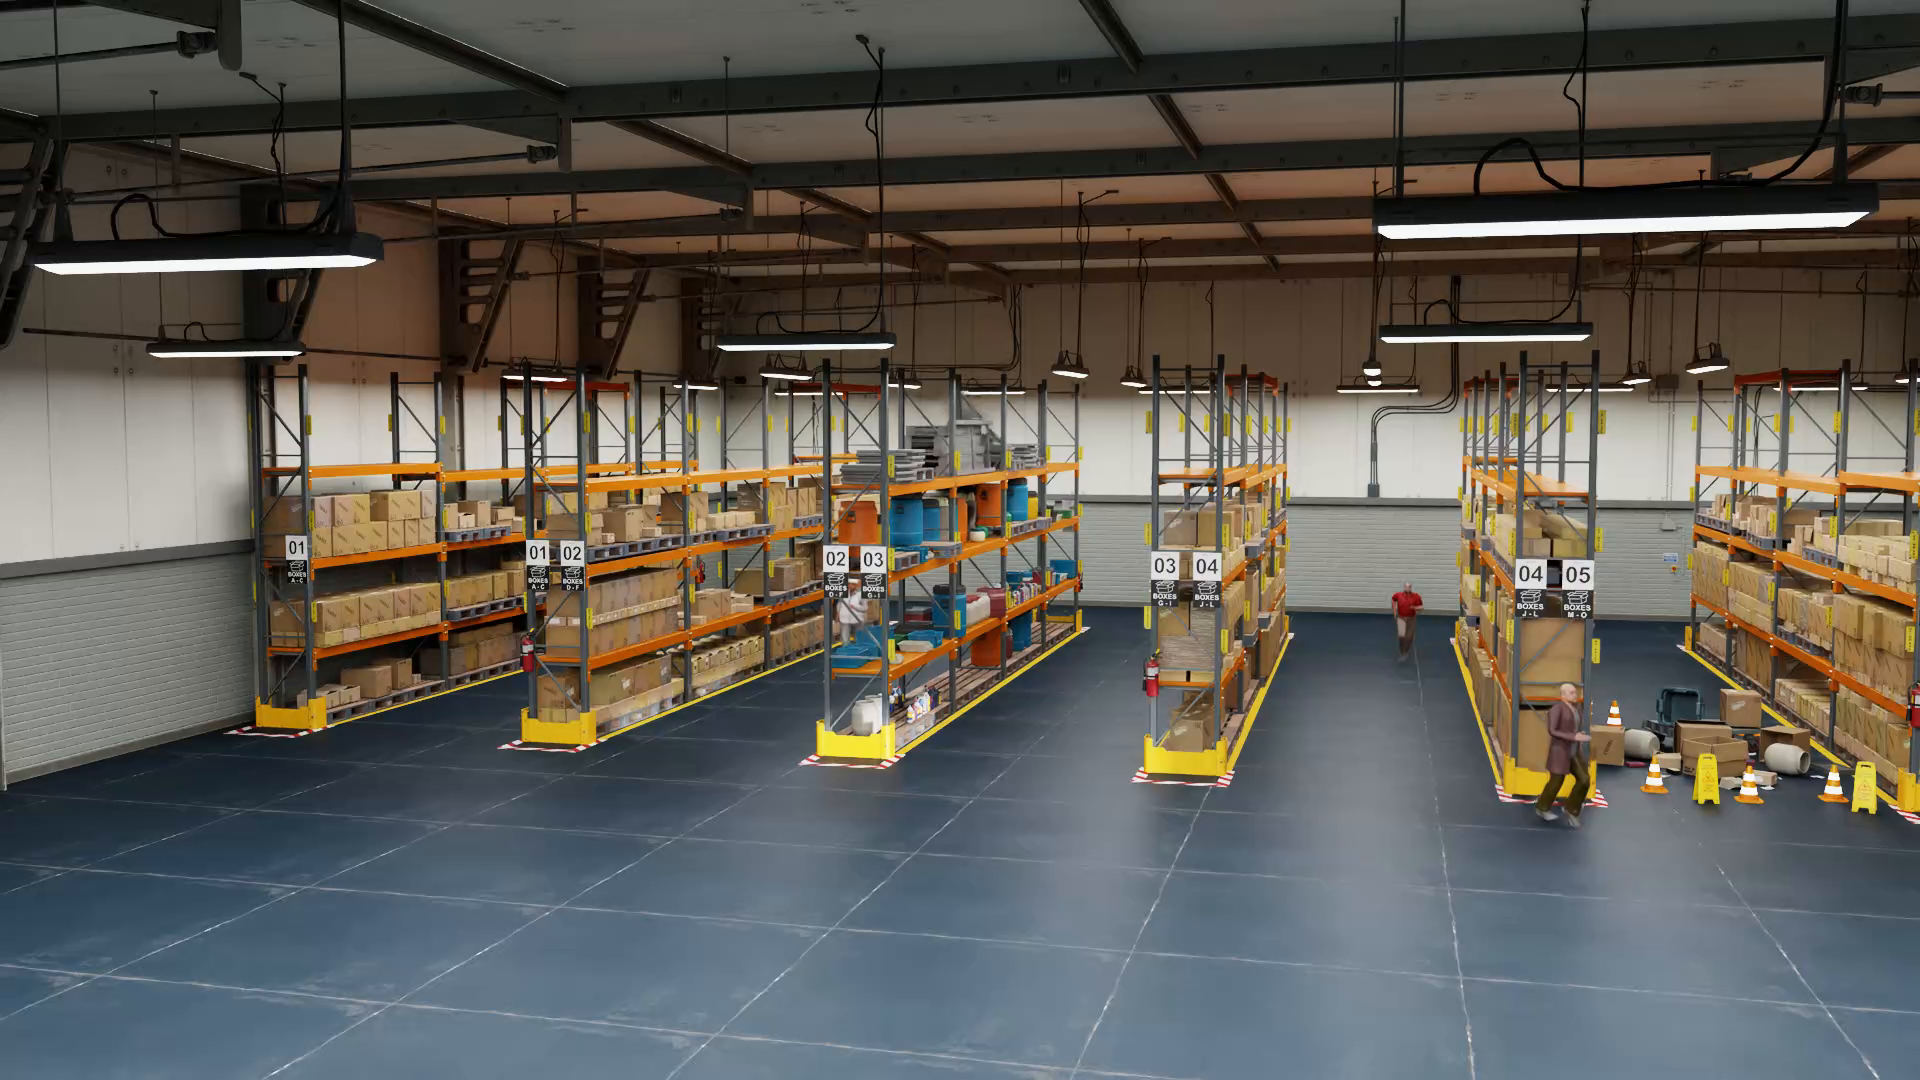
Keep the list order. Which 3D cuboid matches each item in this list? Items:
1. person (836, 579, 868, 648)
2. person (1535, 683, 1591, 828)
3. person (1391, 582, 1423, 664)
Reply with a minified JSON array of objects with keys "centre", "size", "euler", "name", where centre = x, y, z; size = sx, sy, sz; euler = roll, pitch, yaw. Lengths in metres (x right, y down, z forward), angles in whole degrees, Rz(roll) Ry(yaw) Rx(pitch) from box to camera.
[{"centre":[-2.087,1.609,31.939],"size":[0.652,1.807,0.892],"euler":[0,4,7],"name":"person"},{"centre":[7.585,2.708,20.779],"size":[0.735,1.854,0.820],"euler":[-2,5,-29],"name":"person"},{"centre":[9.428,1.752,35.076],"size":[0.611,1.765,0.865],"euler":[1,4,8],"name":"person"}]
